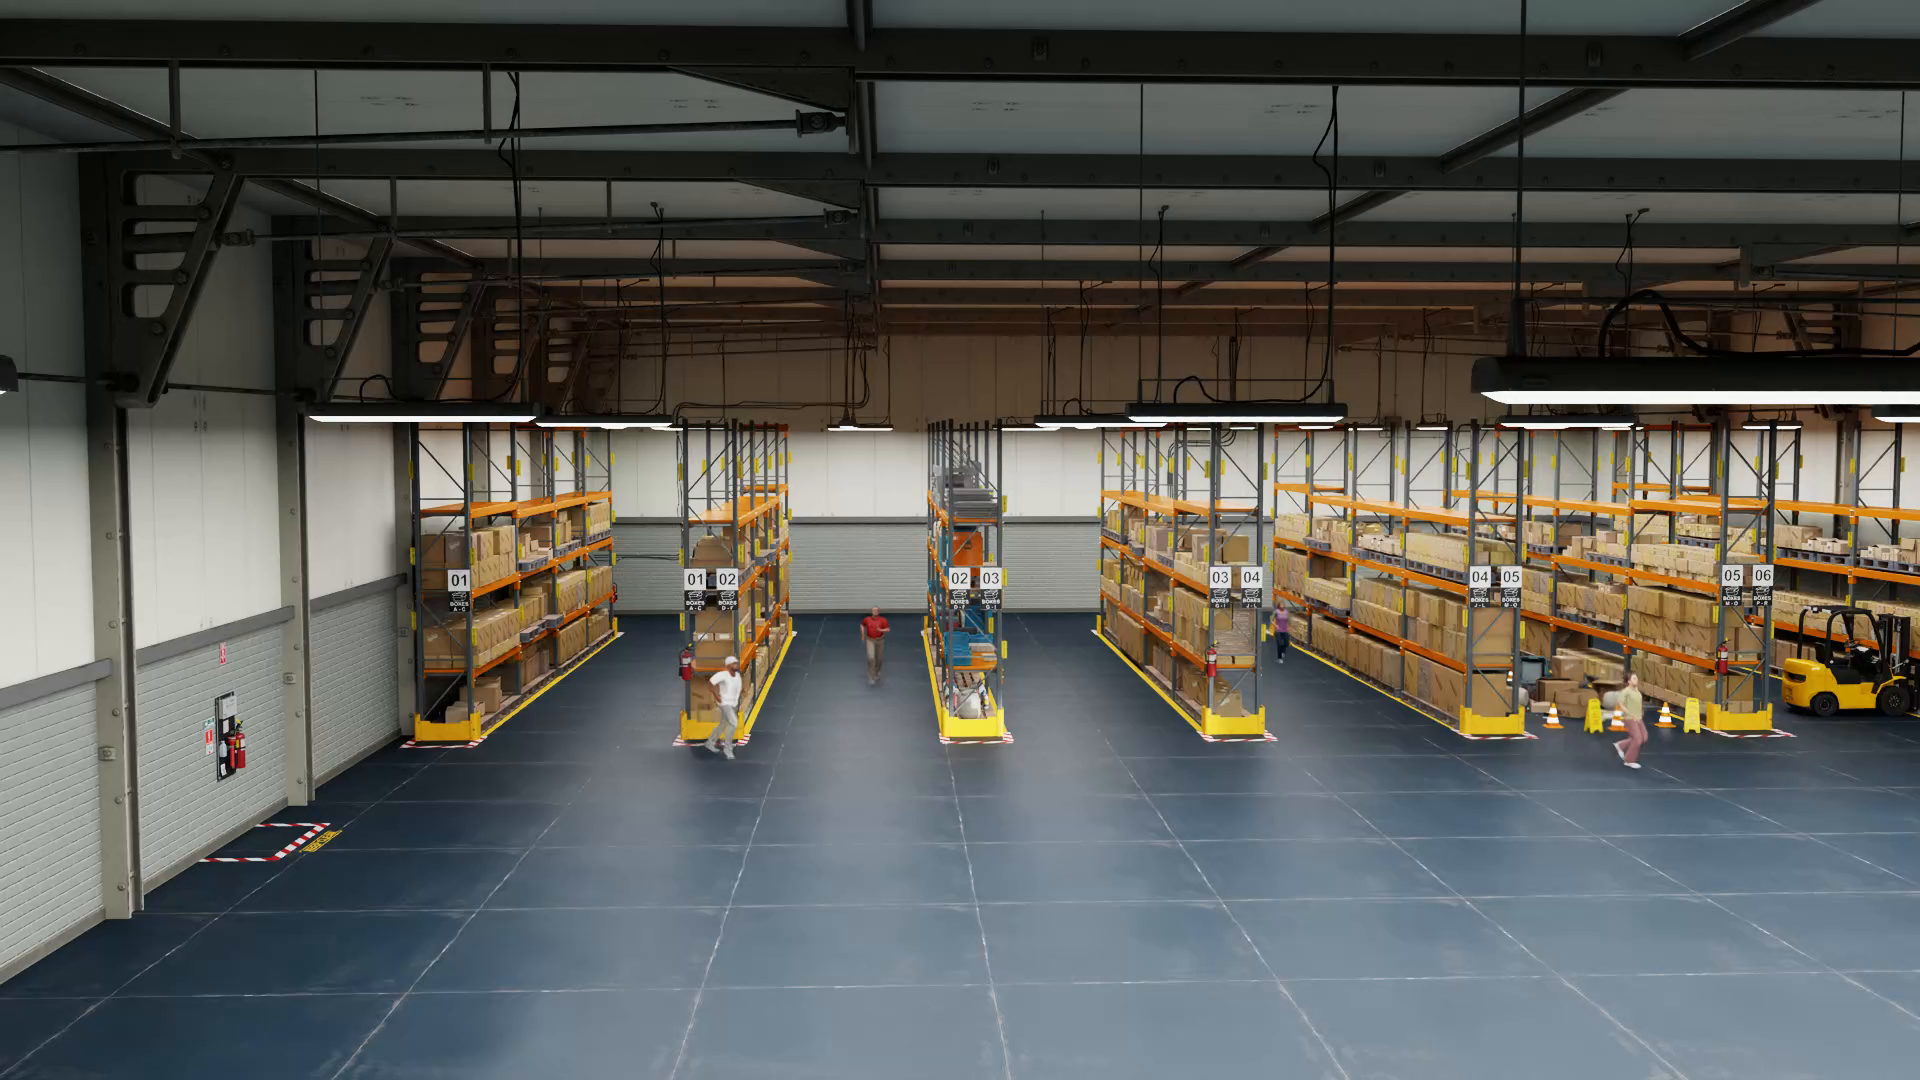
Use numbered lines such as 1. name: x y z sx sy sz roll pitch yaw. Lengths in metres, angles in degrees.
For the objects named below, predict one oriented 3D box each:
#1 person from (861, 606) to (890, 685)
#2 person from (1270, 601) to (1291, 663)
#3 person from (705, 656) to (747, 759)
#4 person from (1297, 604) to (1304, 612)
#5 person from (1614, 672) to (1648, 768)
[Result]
1. person: -1.945 2.401 38.258 0.649 1.771 0.885 0 4 -6
2. person: 7.998 2.288 41.439 0.553 1.563 0.533 0 4 -3
3. person: -4.145 2.961 29.575 0.761 1.819 0.680 2 4 25
4. person: 10.132 1.747 49.192 0.743 1.731 0.701 -3 5 -44
5. person: 11.530 3.083 28.599 0.580 1.636 0.547 -3 5 -40
